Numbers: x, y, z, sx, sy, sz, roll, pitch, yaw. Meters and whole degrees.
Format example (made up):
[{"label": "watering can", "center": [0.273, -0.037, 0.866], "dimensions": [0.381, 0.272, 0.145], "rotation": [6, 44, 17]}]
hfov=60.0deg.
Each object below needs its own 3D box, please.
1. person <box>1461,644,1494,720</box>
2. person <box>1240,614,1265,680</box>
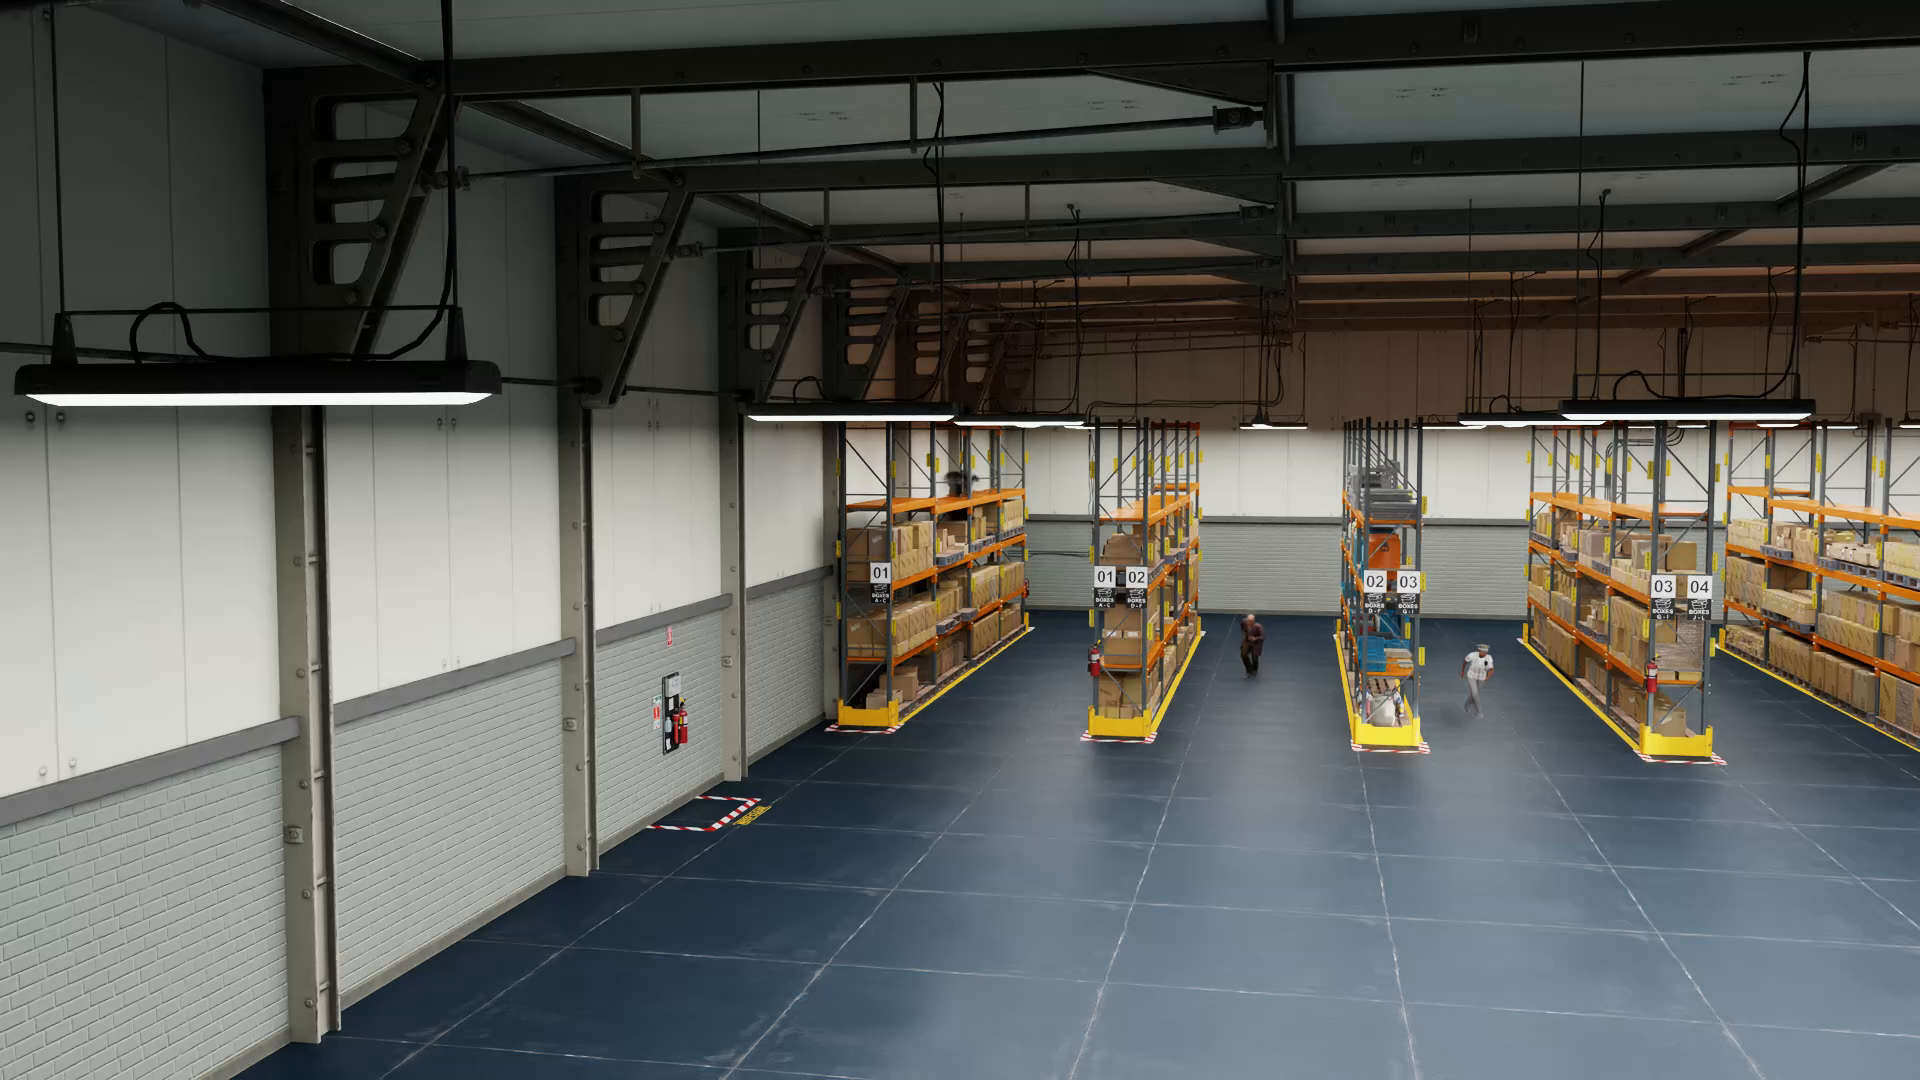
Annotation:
[{"label": "person", "center": [10.363, 2.795, 33.398], "dimensions": [0.594, 1.493, 1.011], "rotation": [0, 4, 3]}, {"label": "person", "center": [6.823, 2.467, 38.660], "dimensions": [0.699, 1.562, 1.235], "rotation": [2, 4, 25]}]
